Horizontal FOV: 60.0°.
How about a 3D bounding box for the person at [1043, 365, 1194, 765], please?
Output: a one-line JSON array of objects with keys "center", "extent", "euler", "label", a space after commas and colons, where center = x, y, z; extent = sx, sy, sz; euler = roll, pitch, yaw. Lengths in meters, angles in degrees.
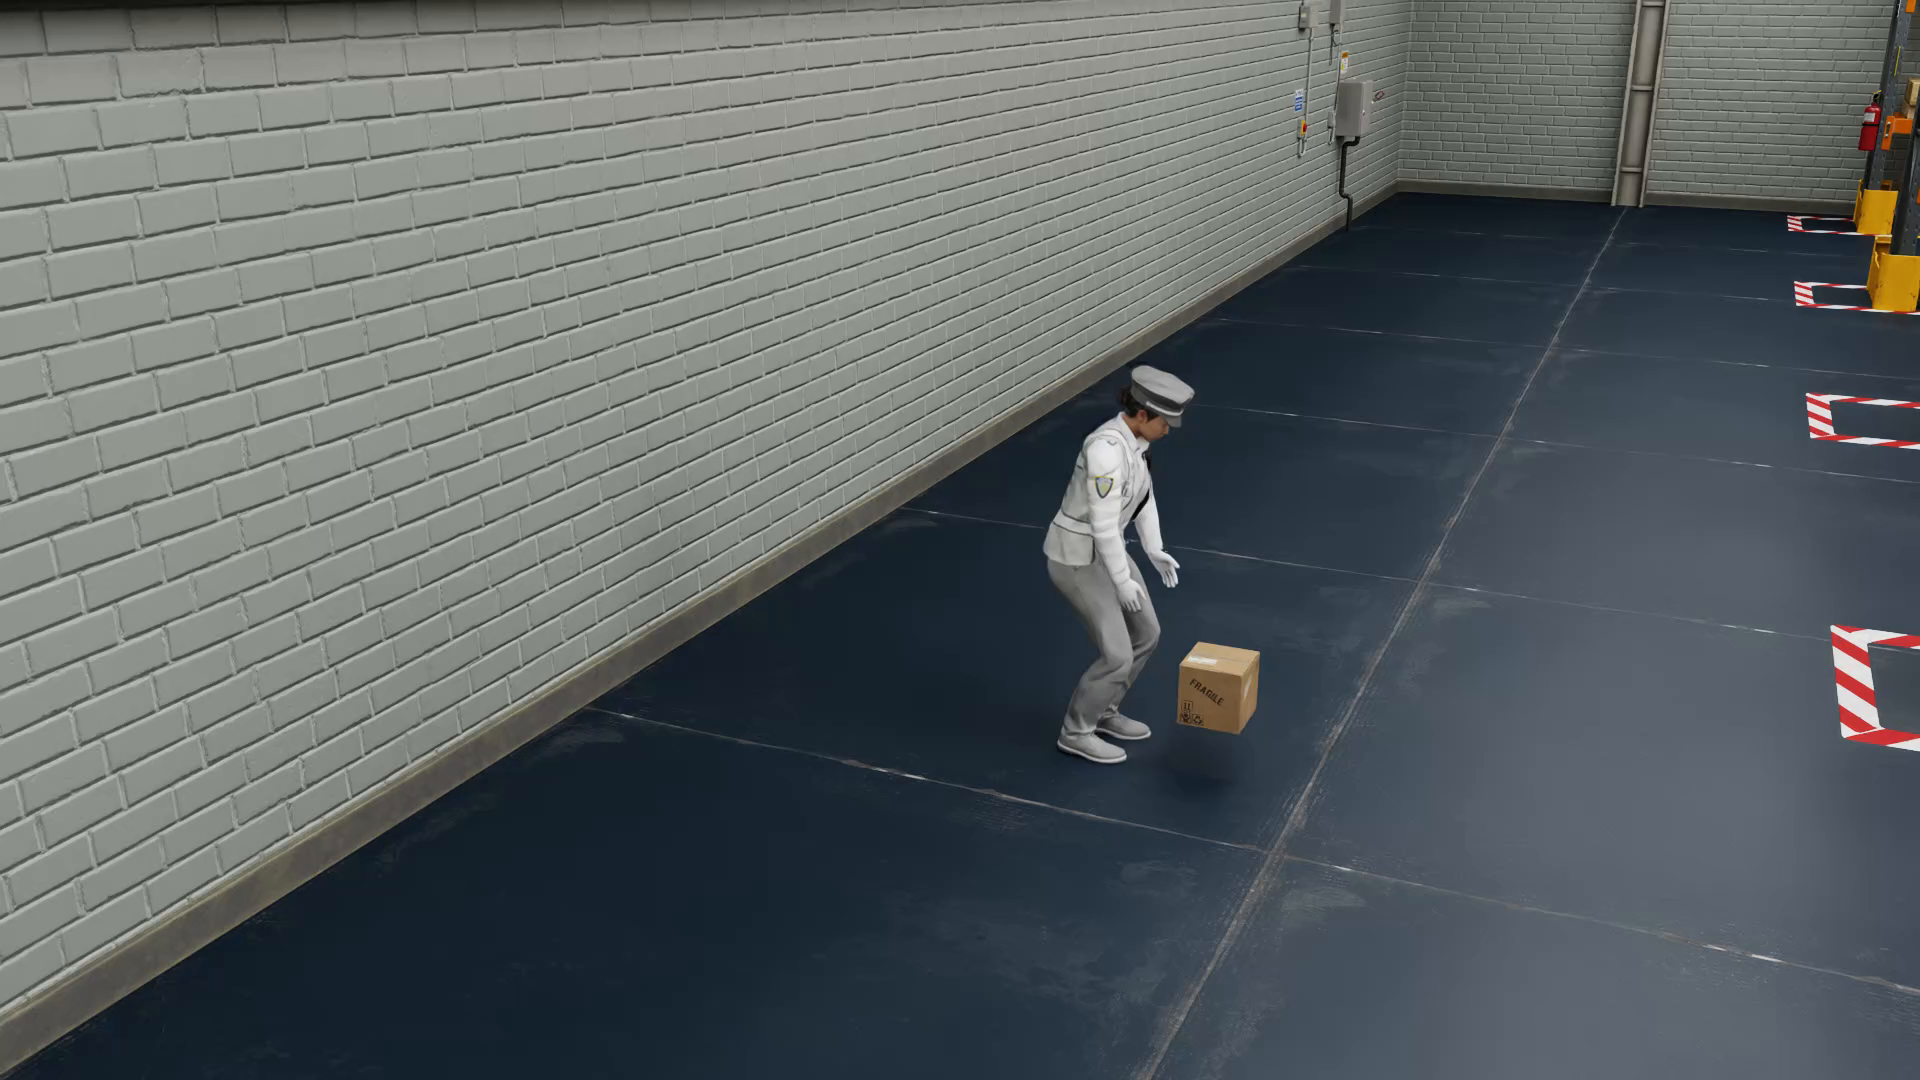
[{"center": [0.615, 0.087, 6.494], "extent": [0.548, 1.559, 0.520], "euler": [9, 21, 24], "label": "person"}]
